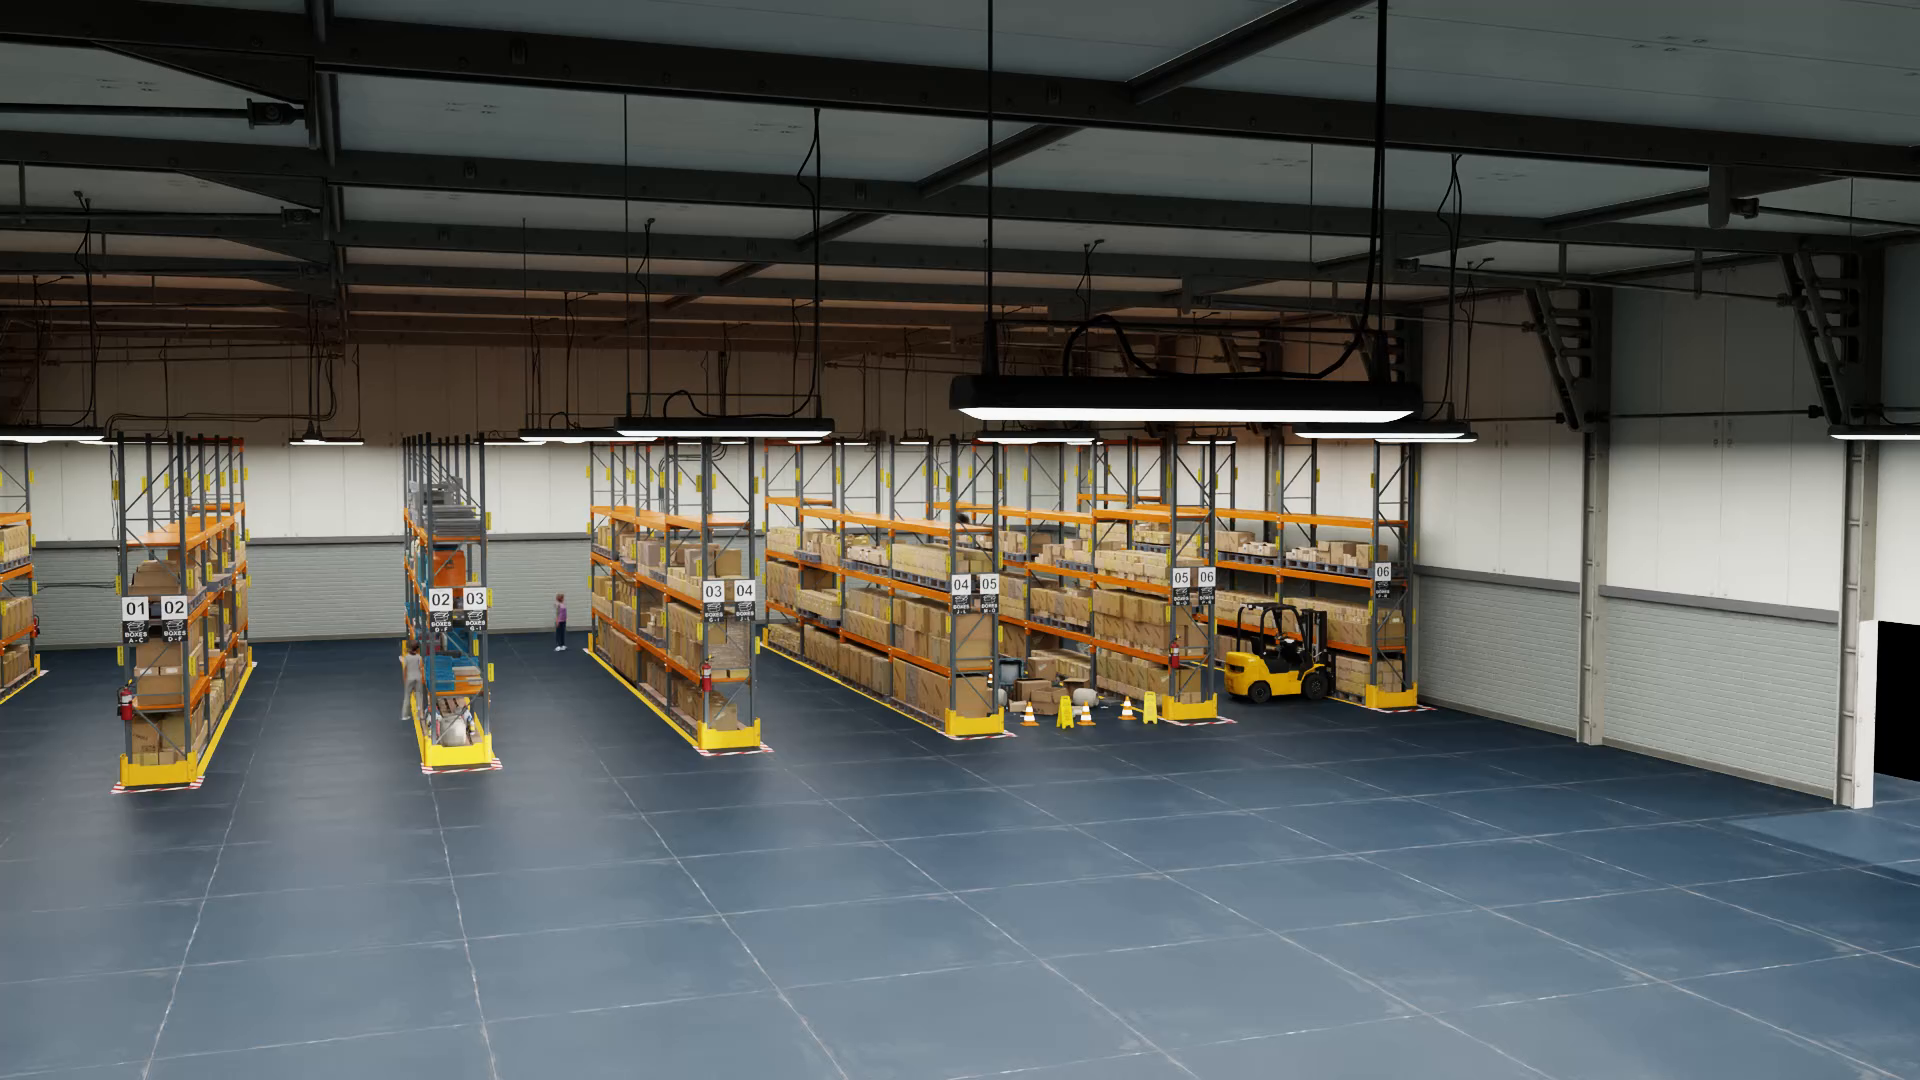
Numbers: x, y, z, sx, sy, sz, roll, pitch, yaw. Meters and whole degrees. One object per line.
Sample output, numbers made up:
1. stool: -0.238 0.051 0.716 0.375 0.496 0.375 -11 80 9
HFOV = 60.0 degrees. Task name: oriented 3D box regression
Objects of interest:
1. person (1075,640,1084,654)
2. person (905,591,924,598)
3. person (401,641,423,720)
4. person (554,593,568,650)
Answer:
1. person: 3.241 2.394 44.918 0.640 1.818 0.694 -1 3 -16
2. person: -1.322 2.047 47.688 0.578 1.807 0.672 -2 4 -28
3. person: -11.509 2.949 34.980 0.494 1.664 0.506 -1 3 -25
4. person: -11.303 2.310 47.018 0.351 1.610 0.421 1 3 25
